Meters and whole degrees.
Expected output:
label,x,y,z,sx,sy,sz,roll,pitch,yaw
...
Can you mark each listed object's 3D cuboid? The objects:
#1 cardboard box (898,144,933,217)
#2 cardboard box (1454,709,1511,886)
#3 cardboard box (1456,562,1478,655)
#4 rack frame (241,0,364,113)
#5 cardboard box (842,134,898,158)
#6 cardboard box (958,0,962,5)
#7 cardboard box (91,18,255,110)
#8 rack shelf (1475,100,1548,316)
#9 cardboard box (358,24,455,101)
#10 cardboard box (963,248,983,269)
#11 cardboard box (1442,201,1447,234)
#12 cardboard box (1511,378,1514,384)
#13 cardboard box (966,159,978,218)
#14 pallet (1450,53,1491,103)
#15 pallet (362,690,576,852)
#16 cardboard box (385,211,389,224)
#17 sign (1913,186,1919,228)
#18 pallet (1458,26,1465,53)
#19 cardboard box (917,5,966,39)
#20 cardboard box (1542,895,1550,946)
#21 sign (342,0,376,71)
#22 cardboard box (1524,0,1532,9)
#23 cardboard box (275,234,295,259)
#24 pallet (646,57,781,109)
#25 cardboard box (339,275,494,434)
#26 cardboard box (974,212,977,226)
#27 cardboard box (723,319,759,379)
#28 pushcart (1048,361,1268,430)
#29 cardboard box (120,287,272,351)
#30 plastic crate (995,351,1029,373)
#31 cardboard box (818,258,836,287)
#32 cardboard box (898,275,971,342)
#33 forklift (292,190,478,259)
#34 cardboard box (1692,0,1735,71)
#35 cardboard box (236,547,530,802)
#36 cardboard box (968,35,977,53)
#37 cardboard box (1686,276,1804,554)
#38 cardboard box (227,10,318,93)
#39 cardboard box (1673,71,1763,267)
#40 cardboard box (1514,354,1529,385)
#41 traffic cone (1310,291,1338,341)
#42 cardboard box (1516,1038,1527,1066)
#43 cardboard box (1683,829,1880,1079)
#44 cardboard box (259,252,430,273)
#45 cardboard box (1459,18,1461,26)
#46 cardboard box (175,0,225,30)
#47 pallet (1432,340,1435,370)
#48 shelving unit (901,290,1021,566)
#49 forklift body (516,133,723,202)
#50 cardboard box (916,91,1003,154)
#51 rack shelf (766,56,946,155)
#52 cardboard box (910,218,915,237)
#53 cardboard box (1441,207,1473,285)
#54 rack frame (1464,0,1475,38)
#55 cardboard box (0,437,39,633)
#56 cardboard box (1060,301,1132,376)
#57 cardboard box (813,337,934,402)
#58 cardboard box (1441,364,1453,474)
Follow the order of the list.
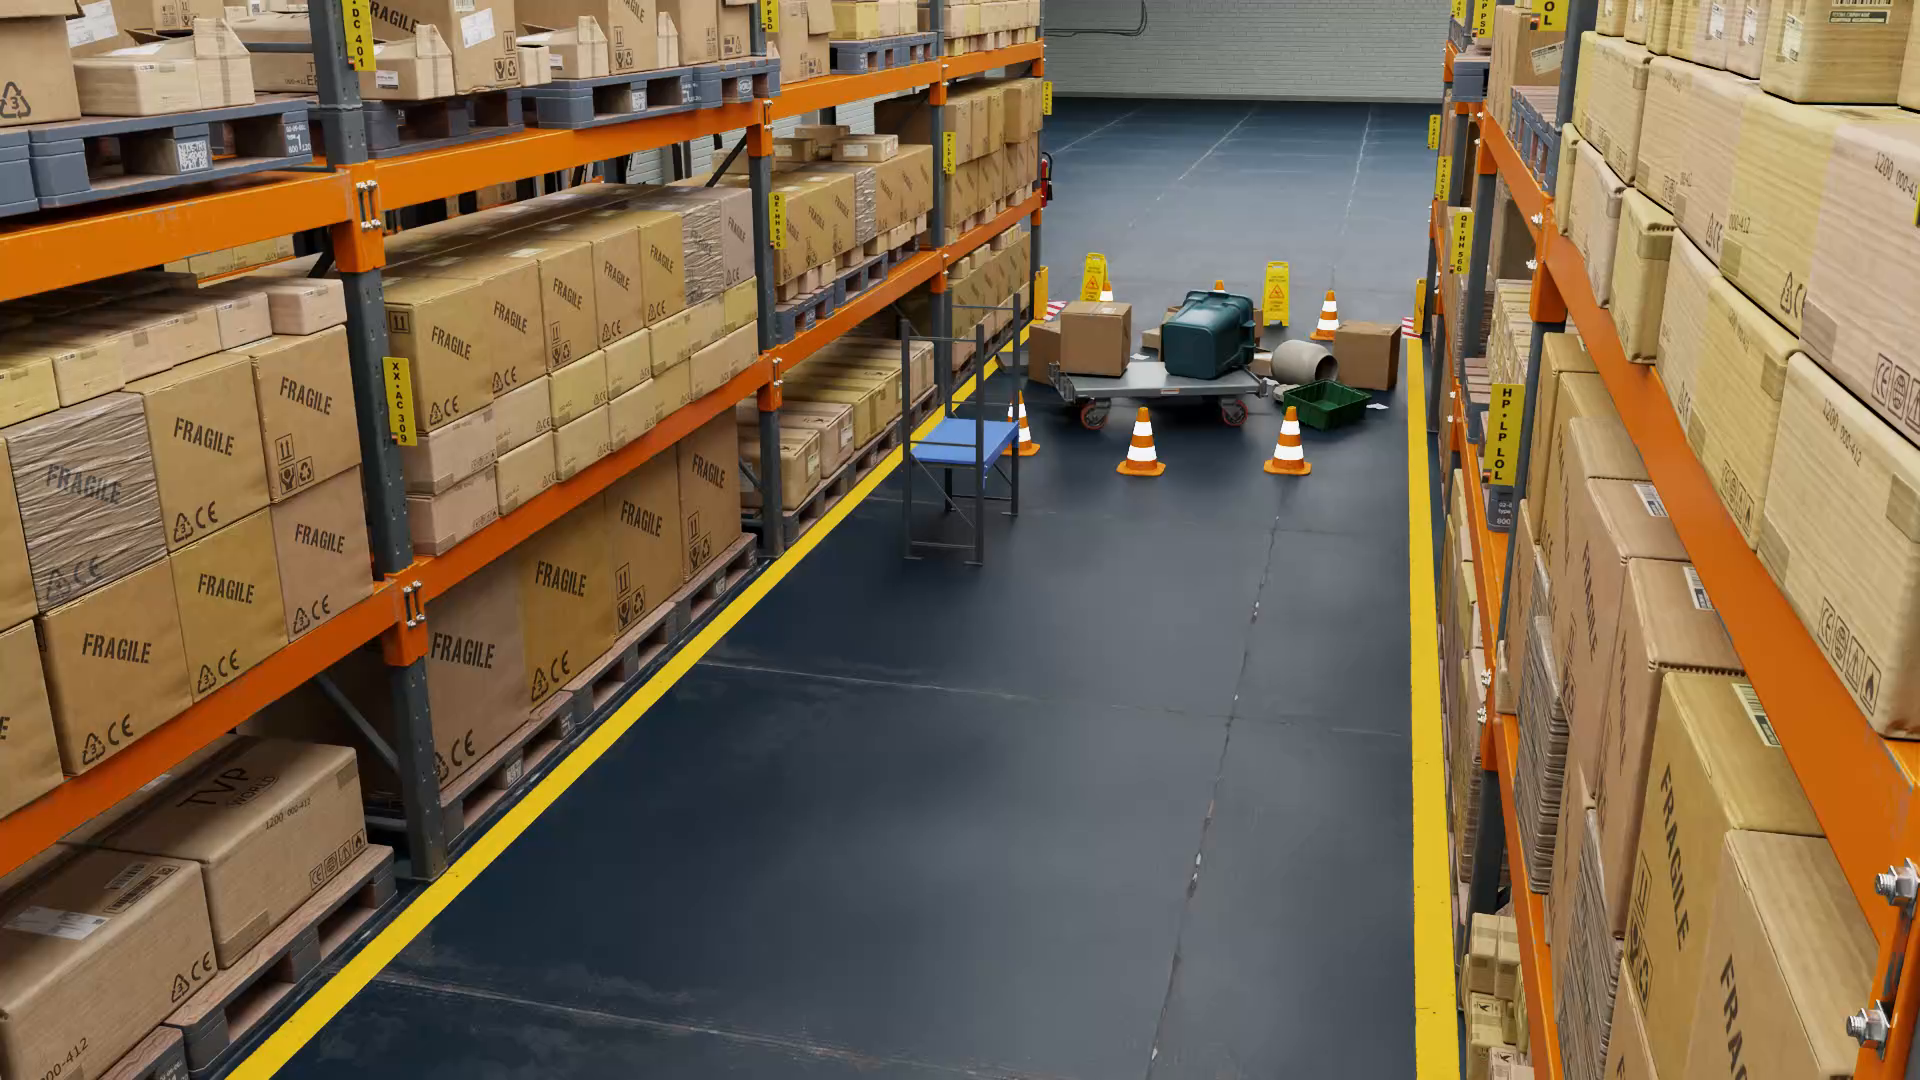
label,x,y,z,sx,sy,sz,roll,pitch,yaw
cardboard box,-0.515,-2.831,13.070,0.500,0.500,0.500,4,19,12
cardboard box,2.182,0.992,6.360,0.500,0.500,0.500,4,19,12
cardboard box,2.437,0.309,7.200,0.500,0.250,0.500,4,19,11
rack frame,-2.579,-2.938,5.368,1.000,3.000,0.127,5,19,13
cardboard box,-0.674,-2.921,12.331,0.380,0.149,0.250,4,19,12
cardboard box,-0.196,-4.442,13.565,0.380,0.149,0.250,5,20,15
cardboard box,-2.425,-1.476,5.131,0.396,0.266,0.258,5,20,15
rack shelf,2.734,-1.446,6.753,1.077,0.370,4.000,5,19,13
cardboard box,-2.117,-1.783,6.185,0.396,0.266,0.258,4,19,13
cardboard box,-0.006,-2.526,14.881,0.380,0.149,0.250,5,20,15
cardboard box,4.670,-2.943,14.432,0.875,0.550,0.500,5,19,13
cardboard box,2.535,-0.590,7.054,0.380,0.149,0.250,5,20,15
cardboard box,-0.146,-3.070,14.420,0.500,0.500,0.500,5,19,13
pallet,3.329,-2.530,9.106,1.213,0.211,1.003,6,20,16
pallet,-2.463,0.972,7.514,1.003,0.211,1.213,5,19,13
cardboard box,-5.077,-3.163,15.154,0.500,0.500,0.500,4,19,12
sign,0.735,-0.375,1.134,0.100,0.325,0.005,5,19,13
pallet,4.410,-3.881,12.905,1.003,0.211,1.213,5,19,13
cardboard box,-0.251,-4.212,13.511,0.500,0.250,0.500,4,19,12
cardboard box,1.585,0.858,3.923,0.380,0.149,0.250,6,20,16
sign,-2.040,-1.758,5.630,0.100,0.325,0.005,5,19,13
cardboard box,2.707,-2.473,7.308,0.396,0.266,0.258,5,19,13
cardboard box,-5.576,-2.437,13.413,0.500,0.250,0.500,5,19,14
pallet,-1.707,-2.477,8.951,1.213,0.211,1.003,6,20,16
cardboard box,-2.193,-0.735,6.498,0.500,0.500,0.500,5,19,14
cardboard box,-0.061,-2.891,14.900,0.380,0.149,0.250,5,19,13
cardboard box,-1.473,-1.103,9.509,0.500,0.250,0.500,4,19,11
pushcart,1.599,-1.202,13.622,1.648,0.377,0.936,-2,19,-6
cardboard box,-2.515,-0.731,5.482,0.380,0.149,0.250,5,20,15
plastic crate,0.554,-1.653,15.402,0.402,0.080,0.583,-2,19,-6
cardboard box,-1.041,-1.773,10.976,0.380,0.149,0.250,5,19,14
cardboard box,-0.218,-2.023,14.413,0.500,0.500,0.500,6,20,16
forklift,-3.430,-1.534,10.645,1.130,2.935,3.031,4,19,12
cardboard box,1.462,-0.868,2.790,0.380,0.149,0.250,4,19,12
cardboard box,-2.505,0.507,7.201,0.875,0.875,0.875,5,20,15
cardboard box,-0.063,-4.308,14.408,0.380,0.149,0.250,4,19,12
cardboard box,1.241,-0.159,2.103,0.500,0.250,0.500,5,19,13
cardboard box,-2.567,-1.968,6.657,0.500,0.311,0.500,5,19,13
cardboard box,1.386,-0.557,2.495,0.500,0.250,0.500,5,19,14
cardboard box,2.474,-0.651,6.772,0.380,0.149,0.250,4,19,11
traffic cone,3.671,-2.247,16.549,0.336,0.463,0.334,5,19,13
cardboard box,1.848,1.523,4.888,0.380,0.149,0.250,5,19,13
cardboard box,1.139,0.689,1.867,0.500,0.500,0.500,4,19,12
cardboard box,-2.594,-0.943,7.105,0.500,0.500,0.500,5,19,14
cardboard box,4.102,-4.094,12.976,0.380,0.149,0.250,5,19,14
cardboard box,-5.754,-3.984,12.110,0.500,0.500,0.500,5,20,15
pallet,4.758,-1.544,14.881,1.003,0.211,1.213,5,19,13
shelving unit,0.021,-0.736,10.523,0.538,1.500,1.048,5,19,13
forklift body,-3.155,-3.111,16.469,2.313,2.155,1.214,5,19,13
cardboard box,-0.012,-3.703,14.725,0.700,0.500,0.500,4,19,12
rack shelf,-1.113,-3.059,11.475,1.077,0.370,4.000,5,19,13
cardboard box,-0.564,-2.422,12.878,0.380,0.149,0.250,4,19,12
cardboard box,3.811,-2.151,12.191,0.500,0.500,0.500,5,19,14
rack frame,4.200,-5.087,11.658,1.000,3.000,0.127,5,19,13
cardboard box,-2.804,0.025,4.272,0.500,0.500,0.500,5,19,14
cardboard box,1.109,-1.651,13.577,0.500,0.500,0.500,5,19,13
cardboard box,-0.750,-1.397,13.554,0.950,0.372,0.625,5,19,14
cardboard box,3.897,-0.878,11.448,1.050,0.750,0.750,5,19,13
